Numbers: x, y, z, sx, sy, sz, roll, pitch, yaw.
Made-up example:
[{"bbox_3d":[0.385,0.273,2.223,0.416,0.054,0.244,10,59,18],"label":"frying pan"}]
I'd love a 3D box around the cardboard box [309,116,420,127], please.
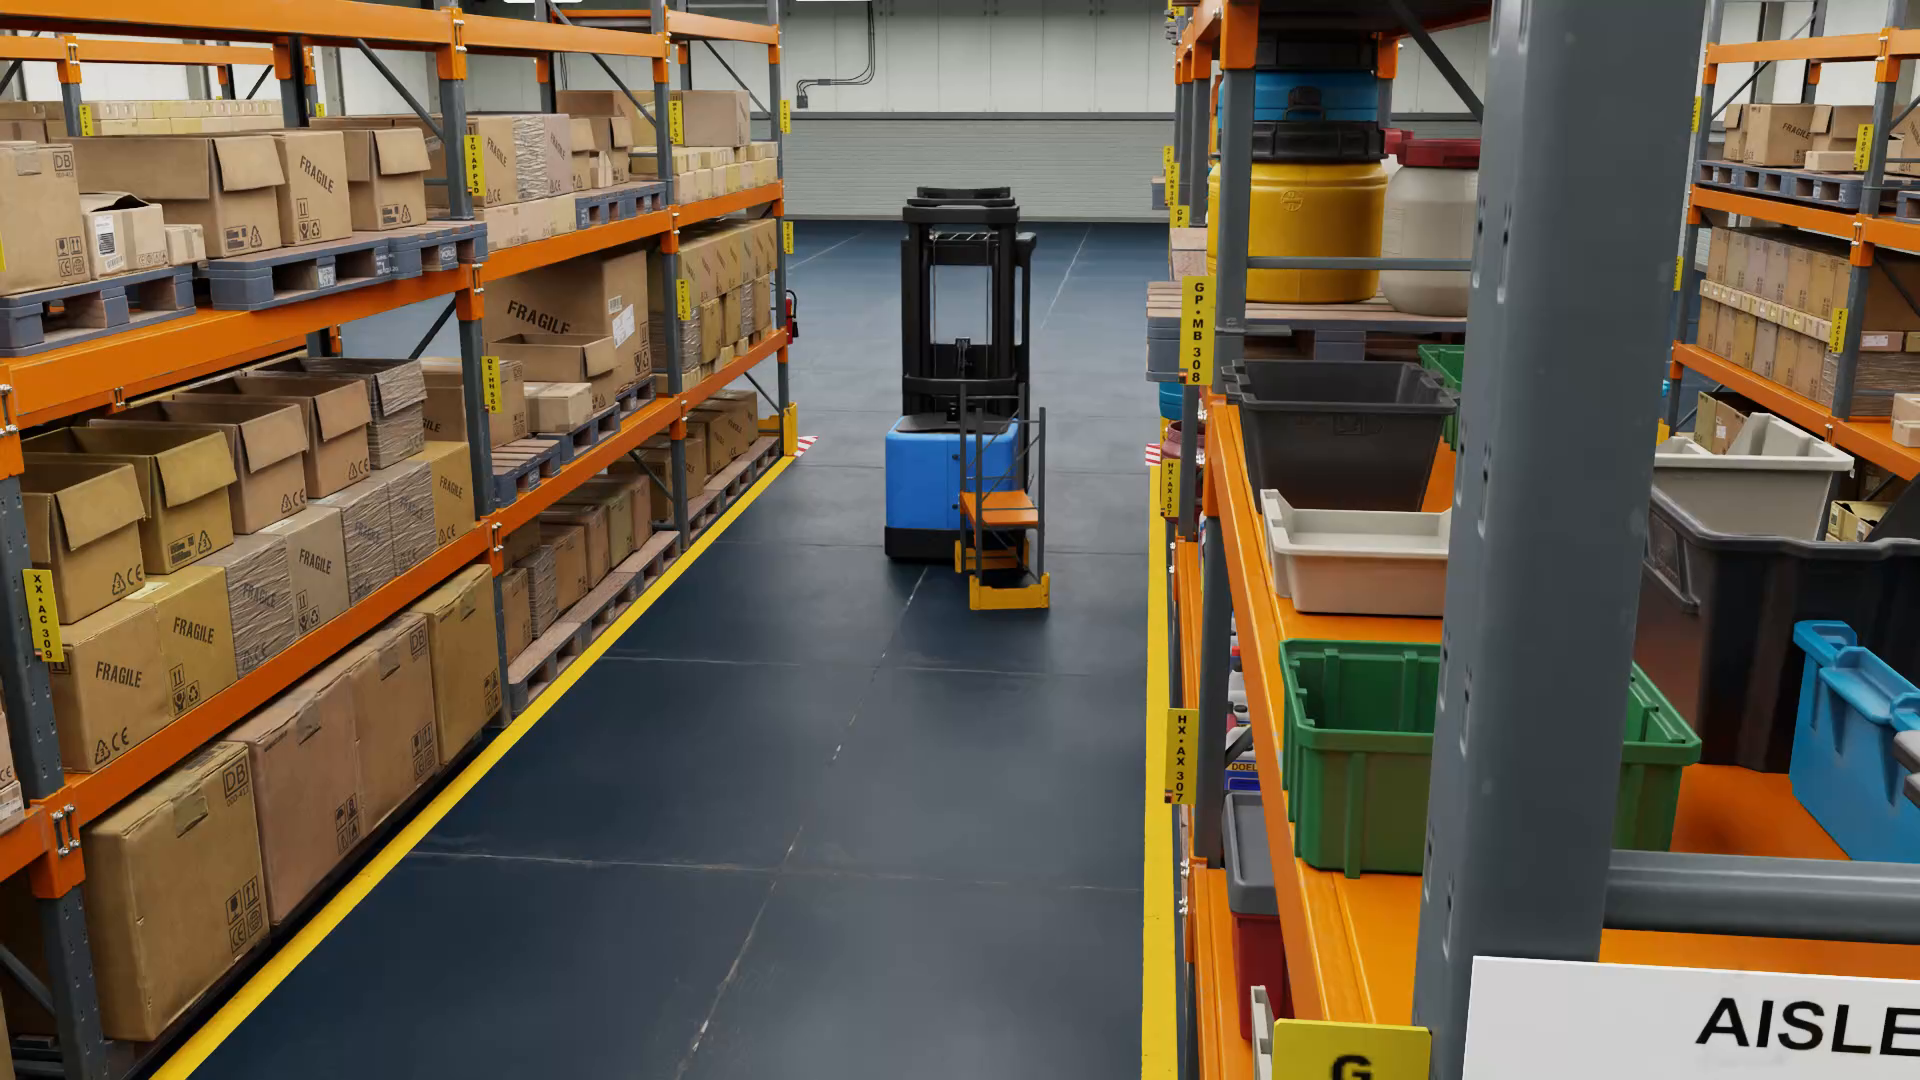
[{"bbox_3d":[-3.410,-2.208,9.685,0.500,0.500,0.500,2,15,8],"label":"cardboard box"}]

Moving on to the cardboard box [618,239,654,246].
[{"bbox_3d":[-2.931,-2.306,14.265,0.500,0.500,0.500,2,15,6],"label":"cardboard box"}]

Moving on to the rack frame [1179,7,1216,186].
[{"bbox_3d":[2.158,-4.127,12.184,1.000,3.000,0.127,2,15,6],"label":"rack frame"}]

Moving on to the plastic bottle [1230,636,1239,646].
[{"bbox_3d":[1.092,0.532,6.686,0.152,0.276,0.135,2,15,6],"label":"plastic bottle"}]

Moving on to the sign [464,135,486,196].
[{"bbox_3d":[-2.664,-2.056,9.132,0.100,0.325,0.005,2,15,6],"label":"sign"}]

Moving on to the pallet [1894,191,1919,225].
[{"bbox_3d":[6.992,-2.210,11.210,0.805,0.209,1.217,1,15,4],"label":"pallet"}]

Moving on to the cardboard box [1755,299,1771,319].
[{"bbox_3d":[7.098,-1.989,14.335,0.380,0.149,0.250,2,15,7],"label":"cardboard box"}]

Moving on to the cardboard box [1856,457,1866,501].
[{"bbox_3d":[7.491,-0.562,13.521,0.500,0.500,0.500,2,15,6],"label":"cardboard box"}]

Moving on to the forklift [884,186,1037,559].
[{"bbox_3d":[0.079,-1.589,14.423,1.130,2.935,3.031,2,15,7],"label":"forklift"}]

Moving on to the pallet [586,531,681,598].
[{"bbox_3d":[-2.850,0.171,13.123,1.003,0.211,1.213,2,15,6],"label":"pallet"}]

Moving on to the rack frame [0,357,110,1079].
[{"bbox_3d":[-3.670,0.698,5.833,0.949,2.616,0.053,2,15,6],"label":"rack frame"}]

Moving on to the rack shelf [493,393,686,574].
[{"bbox_3d":[-2.989,-0.511,11.682,1.077,0.370,4.000,2,15,6],"label":"rack shelf"}]

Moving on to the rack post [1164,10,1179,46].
[{"bbox_3d":[2.397,-4.730,15.374,0.937,0.300,0.954,3,15,12],"label":"rack post"}]

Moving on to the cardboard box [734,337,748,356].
[{"bbox_3d":[-2.204,-1.821,15.630,0.380,0.149,0.250,2,15,6],"label":"cardboard box"}]

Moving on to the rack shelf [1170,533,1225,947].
[{"bbox_3d":[1.481,0.673,7.306,1.077,0.370,4.000,2,15,6],"label":"rack shelf"}]

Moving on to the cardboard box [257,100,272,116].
[{"bbox_3d":[-7.016,-4.253,16.356,0.380,0.149,0.250,2,15,7],"label":"cardboard box"}]

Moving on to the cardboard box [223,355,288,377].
[{"bbox_3d":[-7.337,-1.357,16.701,0.875,0.875,0.875,1,15,5],"label":"cardboard box"}]

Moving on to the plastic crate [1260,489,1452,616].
[{"bbox_3d":[0.790,0.018,3.109,0.437,0.136,0.530,2,15,6],"label":"plastic crate"}]

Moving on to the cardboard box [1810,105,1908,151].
[{"bbox_3d":[7.390,-3.275,13.511,0.797,0.503,0.637,3,16,12],"label":"cardboard box"}]

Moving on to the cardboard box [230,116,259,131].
[{"bbox_3d":[-7.121,-3.961,16.041,0.500,0.250,0.500,2,15,6],"label":"cardboard box"}]

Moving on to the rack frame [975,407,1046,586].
[{"bbox_3d":[0.364,-0.222,12.100,0.500,1.500,0.032,-2,15,-6],"label":"rack frame"}]

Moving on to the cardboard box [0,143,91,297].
[{"bbox_3d":[-3.611,-1.151,5.931,0.700,0.500,0.500,2,15,8],"label":"cardboard box"}]

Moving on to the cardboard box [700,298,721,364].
[{"bbox_3d":[-2.560,-1.812,14.355,0.875,0.500,0.500,2,15,6],"label":"cardboard box"}]

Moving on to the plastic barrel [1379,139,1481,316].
[{"bbox_3d":[1.564,-1.001,5.307,0.433,0.535,0.433,0,15,0],"label":"plastic barrel"}]

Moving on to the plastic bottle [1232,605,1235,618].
[{"bbox_3d":[1.179,0.410,7.145,0.097,0.271,0.097,0,15,0],"label":"plastic bottle"}]

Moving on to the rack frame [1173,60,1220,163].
[{"bbox_3d":[2.609,-5.164,16.020,1.000,3.000,0.127,2,15,6],"label":"rack frame"}]

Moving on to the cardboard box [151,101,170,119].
[{"bbox_3d":[-7.217,-3.794,14.656,0.380,0.149,0.250,1,15,5],"label":"cardboard box"}]

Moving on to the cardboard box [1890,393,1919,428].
[{"bbox_3d":[7.067,-0.882,11.966,0.500,0.250,0.500,3,15,10],"label":"cardboard box"}]

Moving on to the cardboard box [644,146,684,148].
[{"bbox_3d":[-2.735,-3.515,15.192,0.380,0.149,0.250,2,15,6],"label":"cardboard box"}]

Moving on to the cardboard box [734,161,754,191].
[{"bbox_3d":[-2.234,-3.395,15.511,0.500,0.250,0.500,2,15,7],"label":"cardboard box"}]

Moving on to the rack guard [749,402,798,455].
[{"bbox_3d":[-2.321,-1.188,17.596,1.175,0.500,0.348,2,15,6],"label":"rack guard"}]

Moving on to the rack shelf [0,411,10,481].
[{"bbox_3d":[-3.892,0.116,3.617,1.077,0.370,4.000,2,15,6],"label":"rack shelf"}]

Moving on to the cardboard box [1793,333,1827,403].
[{"bbox_3d":[7.176,-1.384,13.344,0.700,0.500,0.500,2,15,6],"label":"cardboard box"}]

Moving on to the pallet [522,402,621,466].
[{"bbox_3d":[-3.032,-0.761,11.598,1.003,0.211,1.213,2,15,6],"label":"pallet"}]

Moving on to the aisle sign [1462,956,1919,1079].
[{"bbox_3d":[0.505,0.637,1.080,0.394,0.787,0.004,2,15,6],"label":"aisle sign"}]

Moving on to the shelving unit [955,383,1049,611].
[{"bbox_3d":[0.308,-0.350,12.580,0.587,1.500,1.083,-2,15,-6],"label":"shelving unit"}]

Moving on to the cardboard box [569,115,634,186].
[{"bbox_3d":[-2.915,-2.958,12.606,0.797,0.503,0.637,1,15,3],"label":"cardboard box"}]

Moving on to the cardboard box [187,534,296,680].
[{"bbox_3d":[-3.253,0.278,7.196,0.500,0.500,0.500,1,15,5],"label":"cardboard box"}]

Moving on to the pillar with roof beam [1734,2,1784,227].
[{"bbox_3d":[10.987,-9.461,31.910,9.100,9.000,0.400,2,15,6],"label":"pillar with roof beam"}]

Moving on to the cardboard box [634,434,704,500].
[{"bbox_3d":[-2.622,-0.624,14.707,0.500,0.500,0.500,7,17,24],"label":"cardboard box"}]

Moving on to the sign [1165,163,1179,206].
[{"bbox_3d":[1.612,-2.702,12.645,0.100,0.325,0.005,2,15,6],"label":"sign"}]

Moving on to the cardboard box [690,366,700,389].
[{"bbox_3d":[-2.399,-1.367,13.951,0.380,0.149,0.250,2,15,6],"label":"cardboard box"}]

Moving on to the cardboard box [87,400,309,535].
[{"bbox_3d":[-3.459,-0.339,7.557,0.797,0.503,0.637,2,15,8],"label":"cardboard box"}]

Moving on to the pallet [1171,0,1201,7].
[{"bbox_3d":[1.594,-2.619,7.735,1.213,0.211,1.003,2,15,6],"label":"pallet"}]

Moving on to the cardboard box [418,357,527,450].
[{"bbox_3d":[-3.230,-0.879,10.670,0.700,0.500,0.500,4,16,15],"label":"cardboard box"}]

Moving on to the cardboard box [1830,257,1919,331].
[{"bbox_3d":[7.123,-1.874,12.668,0.700,0.500,0.500,2,15,7],"label":"cardboard box"}]

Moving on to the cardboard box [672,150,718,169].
[{"bbox_3d":[-2.305,-3.292,14.367,0.380,0.149,0.250,1,15,5],"label":"cardboard box"}]

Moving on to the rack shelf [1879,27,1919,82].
[{"bbox_3d":[6.853,-2.921,9.868,1.077,0.370,4.000,2,15,6],"label":"rack shelf"}]

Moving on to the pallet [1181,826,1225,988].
[{"bbox_3d":[1.519,1.674,7.567,1.003,0.211,1.213,2,15,6],"label":"pallet"}]

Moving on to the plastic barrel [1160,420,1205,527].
[{"bbox_3d":[1.458,-0.388,9.591,0.600,0.536,0.708,2,15,6],"label":"plastic barrel"}]

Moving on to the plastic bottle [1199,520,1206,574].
[{"bbox_3d":[1.254,0.050,8.455,0.061,0.283,0.133,2,15,6],"label":"plastic bottle"}]

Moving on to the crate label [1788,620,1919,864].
[{"bbox_3d":[1.229,0.276,1.934,0.408,0.251,0.502,2,15,6],"label":"crate label"}]

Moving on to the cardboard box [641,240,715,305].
[{"bbox_3d":[-2.405,-2.290,14.208,0.500,0.500,0.500,2,15,6],"label":"cardboard box"}]

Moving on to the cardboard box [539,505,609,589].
[{"bbox_3d":[-2.989,0.045,12.197,0.700,0.500,0.500,0,15,1],"label":"cardboard box"}]

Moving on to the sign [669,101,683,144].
[{"bbox_3d":[-2.212,-3.249,12.939,0.100,0.325,0.005,2,15,6],"label":"sign"}]

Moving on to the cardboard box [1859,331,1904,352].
[{"bbox_3d":[6.897,-1.522,12.610,0.380,0.149,0.250,2,15,6],"label":"cardboard box"}]
